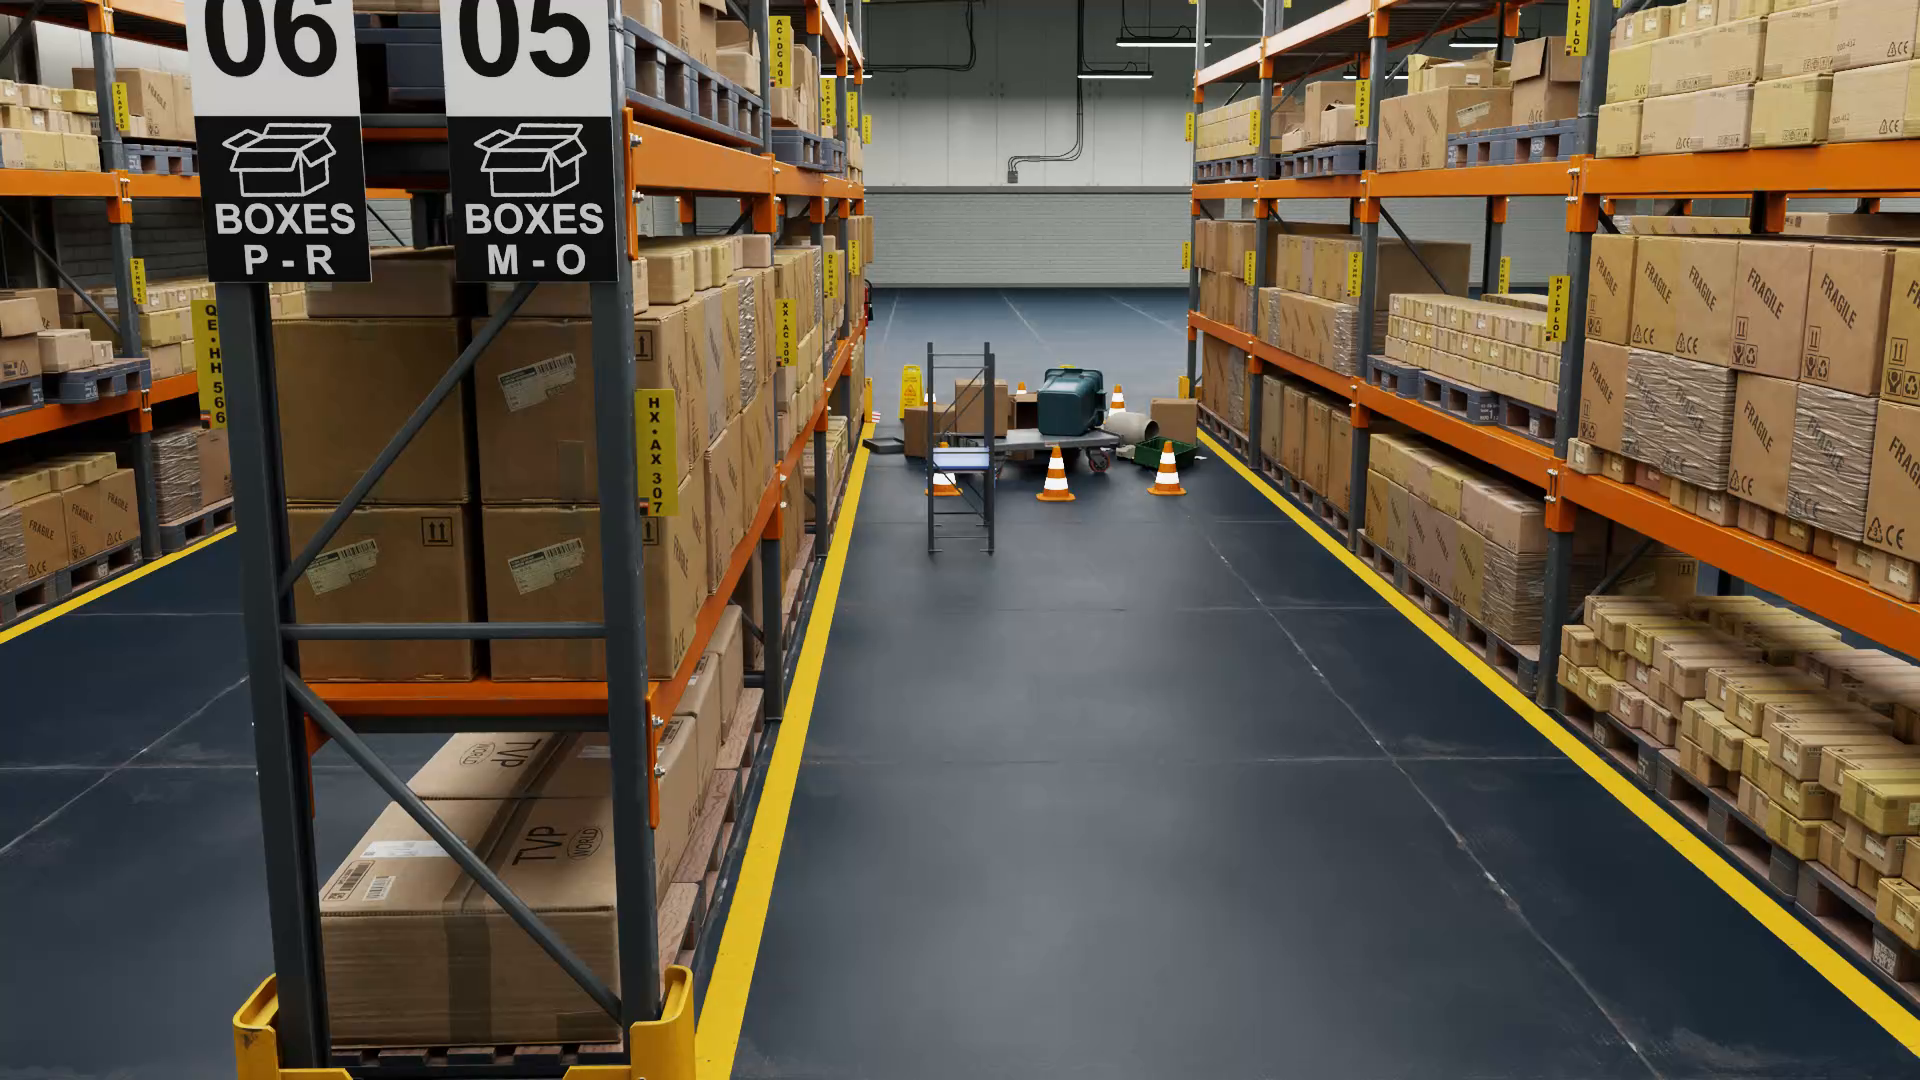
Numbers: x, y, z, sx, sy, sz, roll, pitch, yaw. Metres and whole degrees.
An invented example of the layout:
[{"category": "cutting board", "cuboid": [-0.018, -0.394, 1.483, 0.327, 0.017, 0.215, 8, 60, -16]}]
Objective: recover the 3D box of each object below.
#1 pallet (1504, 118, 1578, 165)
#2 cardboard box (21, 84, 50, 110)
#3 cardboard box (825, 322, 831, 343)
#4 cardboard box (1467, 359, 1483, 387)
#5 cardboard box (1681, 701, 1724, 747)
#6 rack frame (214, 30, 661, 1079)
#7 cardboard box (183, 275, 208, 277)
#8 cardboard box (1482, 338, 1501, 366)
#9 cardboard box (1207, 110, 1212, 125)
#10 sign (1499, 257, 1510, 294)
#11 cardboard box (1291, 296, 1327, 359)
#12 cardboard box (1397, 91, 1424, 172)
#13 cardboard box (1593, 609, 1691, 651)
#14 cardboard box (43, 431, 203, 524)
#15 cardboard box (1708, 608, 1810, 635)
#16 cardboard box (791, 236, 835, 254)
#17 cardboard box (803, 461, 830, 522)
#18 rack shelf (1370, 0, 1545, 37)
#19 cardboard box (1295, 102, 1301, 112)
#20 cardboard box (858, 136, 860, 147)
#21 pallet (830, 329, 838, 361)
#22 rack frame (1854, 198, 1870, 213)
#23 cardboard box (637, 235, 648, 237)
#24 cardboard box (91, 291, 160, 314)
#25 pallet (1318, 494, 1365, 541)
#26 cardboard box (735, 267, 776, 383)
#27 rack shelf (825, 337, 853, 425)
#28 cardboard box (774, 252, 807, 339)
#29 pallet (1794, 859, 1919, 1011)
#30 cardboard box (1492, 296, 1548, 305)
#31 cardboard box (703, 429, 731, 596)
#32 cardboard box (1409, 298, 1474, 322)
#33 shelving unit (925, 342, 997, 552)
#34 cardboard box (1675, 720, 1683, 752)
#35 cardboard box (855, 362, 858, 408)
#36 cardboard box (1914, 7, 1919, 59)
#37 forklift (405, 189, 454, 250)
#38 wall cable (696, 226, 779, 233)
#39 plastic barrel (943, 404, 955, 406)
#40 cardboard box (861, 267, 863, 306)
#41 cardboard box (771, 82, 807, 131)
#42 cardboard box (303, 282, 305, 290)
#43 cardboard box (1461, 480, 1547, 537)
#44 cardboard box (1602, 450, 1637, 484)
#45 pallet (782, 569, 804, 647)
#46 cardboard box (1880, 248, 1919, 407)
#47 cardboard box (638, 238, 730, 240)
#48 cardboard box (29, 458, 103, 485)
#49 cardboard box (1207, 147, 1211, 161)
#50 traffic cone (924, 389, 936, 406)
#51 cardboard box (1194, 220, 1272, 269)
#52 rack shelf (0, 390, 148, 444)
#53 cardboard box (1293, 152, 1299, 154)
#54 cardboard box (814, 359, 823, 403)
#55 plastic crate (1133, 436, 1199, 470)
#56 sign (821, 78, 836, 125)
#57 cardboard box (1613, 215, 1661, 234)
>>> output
[{"category": "pallet", "cuboid": [3.633, -2.093, 8.759, 1.213, 0.211, 1.003, 0, 11, -1]}, {"category": "cardboard box", "cuboid": [-6.194, -2.891, 10.845, 0.380, 0.149, 0.250, -1, 11, -3]}, {"category": "cardboard box", "cuboid": [-1.228, -1.660, 13.274, 0.380, 0.149, 0.250, 0, 11, -1]}, {"category": "cardboard box", "cuboid": [3.303, -1.012, 10.077, 0.380, 0.149, 0.250, 0, 11, 1]}, {"category": "cardboard box", "cuboid": [3.289, 0.784, 7.015, 0.380, 0.149, 0.250, 0, 11, -2]}, {"category": "rack frame", "cuboid": [-1.325, 0.244, 4.313, 1.000, 3.000, 0.127, 0, 11, -1]}, {"category": "cardboard box", "cuboid": [-6.785, -2.313, 15.035, 0.380, 0.149, 0.250, 0, 11, -1]}, {"category": "cardboard box", "cuboid": [3.311, -1.106, 9.796, 0.380, 0.149, 0.250, -1, 11, -4]}, {"category": "cardboard box", "cuboid": [2.994, -4.751, 18.708, 0.380, 0.149, 0.250, 0, 11, -1]}, {"category": "sign", "cuboid": [3.999, -1.920, 12.264, 0.100, 0.325, 0.005, 0, 11, -1]}, {"category": "cardboard box", "cuboid": [3.145, -1.825, 14.258, 0.500, 0.500, 0.500, 0, 11, 0]}, {"category": "cardboard box", "cuboid": [3.220, -2.692, 10.988, 0.500, 0.500, 0.500, 0, 11, -1]}, {"category": "cardboard box", "cuboid": [3.286, 0.432, 8.002, 0.380, 0.149, 0.250, 0, 11, 2]}, {"category": "cardboard box", "cuboid": [-6.452, -0.491, 12.854, 0.875, 0.625, 0.625, 0, 11, 1]}, {"category": "cardboard box", "cuboid": [3.852, 0.428, 8.022, 0.380, 0.149, 0.250, 0, 11, 0]}, {"category": "cardboard box", "cuboid": [-1.281, -2.578, 14.535, 0.380, 0.149, 0.250, -1, 11, -4]}, {"category": "cardboard box", "cuboid": [-1.492, -0.377, 12.925, 0.950, 0.372, 0.625, -1, 12, -5]}, {"category": "rack shelf", "cuboid": [3.498, -3.381, 9.906, 1.077, 0.370, 4.000, 0, 11, -1]}, {"category": "cardboard box", "cuboid": [3.683, -4.451, 17.229, 0.380, 0.149, 0.250, 0, 11, -1]}, {"category": "cardboard box", "cuboid": [-1.354, -4.609, 19.313, 0.380, 0.149, 0.250, 0, 11, -1]}, {"category": "pallet", "cuboid": [-1.572, -1.646, 14.110, 1.003, 0.211, 1.213, 0, 11, -1]}, {"category": "rack frame", "cuboid": [8.335, -2.182, 16.272, 1.000, 3.000, 0.127, 0, 11, -1]}, {"category": "cardboard box", "cuboid": [-1.661, -1.345, 7.744, 0.380, 0.149, 0.250, 0, 11, -2]}, {"category": "cardboard box", "cuboid": [-6.165, -1.757, 12.292, 0.380, 0.149, 0.250, 0, 11, 1]}, {"category": "pallet", "cuboid": [3.516, -0.177, 13.403, 1.003, 0.211, 1.213, 0, 11, -1]}, {"category": "cardboard box", "cuboid": [-1.122, -0.998, 7.667, 0.500, 0.500, 0.500, 0, 11, -2]}, {"category": "rack shelf", "cuboid": [-1.532, -1.392, 14.183, 1.077, 0.370, 4.000, 0, 11, -1]}, {"category": "cardboard box", "cuboid": [-1.193, -1.483, 10.056, 0.500, 0.500, 0.500, 0, 11, -2]}, {"category": "pallet", "cuboid": [3.639, 1.393, 5.661, 1.003, 0.211, 1.213, 0, 11, -1]}, {"category": "cardboard box", "cuboid": [3.928, -1.616, 11.558, 0.380, 0.149, 0.250, 0, 11, -2]}, {"category": "cardboard box", "cuboid": [-1.079, -0.103, 5.773, 0.500, 0.500, 0.500, 0, 11, -1]}, {"category": "cardboard box", "cuboid": [3.281, -1.566, 11.315, 0.380, 0.149, 0.250, 0, 11, -1]}, {"category": "shelving unit", "cuboid": [-0.002, -0.752, 12.994, 0.538, 1.500, 1.048, 0, 11, -1]}, {"category": "cardboard box", "cuboid": [3.384, 0.879, 7.297, 0.380, 0.149, 0.250, -1, 11, -4]}, {"category": "cardboard box", "cuboid": [-1.338, -1.592, 17.336, 0.500, 0.500, 0.500, 0, 11, 1]}, {"category": "cardboard box", "cuboid": [3.346, -1.630, 5.127, 0.500, 0.250, 0.500, -1, 11, -3]}, {"category": "forklift", "cuboid": [-3.442, -1.393, 12.554, 1.130, 2.935, 3.031, -1, 11, -3]}, {"category": "wall cable", "cuboid": [-6.864, -10.746, 51.206, 3.097, 2.526, 0.112, 0, 11, -1]}, {"category": "plastic barrel", "cuboid": [-0.099, -1.270, 18.254, 0.512, 0.421, 0.421, 9, 15, 38]}, {"category": "cardboard box", "cuboid": [-1.363, -2.925, 18.934, 0.500, 0.500, 0.500, 0, 11, -1]}, {"category": "cardboard box", "cuboid": [-1.095, -2.526, 9.703, 0.396, 0.266, 0.258, 1, 11, 4]}, {"category": "cardboard box", "cuboid": [-6.307, -2.420, 15.563, 0.380, 0.149, 0.250, 0, 11, 1]}, {"category": "cardboard box", "cuboid": [3.274, -0.189, 9.793, 0.500, 0.250, 0.500, 0, 11, 2]}, {"category": "cardboard box", "cuboid": [3.297, -0.360, 7.921, 0.380, 0.149, 0.250, 0, 11, 1]}, {"category": "pallet", "cuboid": [-1.527, 0.419, 10.463, 1.003, 0.211, 1.213, 0, 11, -1]}, {"category": "cardboard box", "cuboid": [3.353, -0.672, 5.314, 0.500, 0.500, 0.500, -1, 11, -3]}, {"category": "cardboard box", "cuboid": [-1.168, -1.196, 7.011, 0.380, 0.149, 0.250, 0, 11, -2]}, {"category": "cardboard box", "cuboid": [-6.153, -0.473, 11.445, 0.380, 0.149, 0.250, -1, 11, -4]}, {"category": "cardboard box", "cuboid": [2.994, -4.359, 18.779, 0.380, 0.149, 0.250, 0, 11, -1]}, {"category": "traffic cone", "cuboid": [-0.357, -1.613, 19.848, 0.336, 0.463, 0.334, 0, 11, -1]}, {"category": "cardboard box", "cuboid": [3.260, -3.506, 19.703, 0.875, 0.550, 0.550, 0, 11, -1]}, {"category": "rack shelf", "cuboid": [-6.412, -0.575, 10.160, 1.077, 0.370, 4.000, 0, 11, -1]}, {"category": "cardboard box", "cuboid": [3.683, -4.060, 17.306, 0.380, 0.149, 0.250, 0, 11, -2]}, {"category": "cardboard box", "cuboid": [-1.194, -1.072, 11.176, 0.500, 0.250, 0.500, 0, 11, 0]}, {"category": "plastic crate", "cuboid": [2.060, -0.861, 16.688, 0.450, 0.188, 0.662, 17, 18, 26]}, {"category": "sign", "cuboid": [-0.935, -3.109, 11.798, 0.100, 0.325, 0.005, 0, 11, -1]}, {"category": "cardboard box", "cuboid": [7.991, -3.552, 19.508, 0.500, 0.500, 0.500, 0, 11, -1]}]
